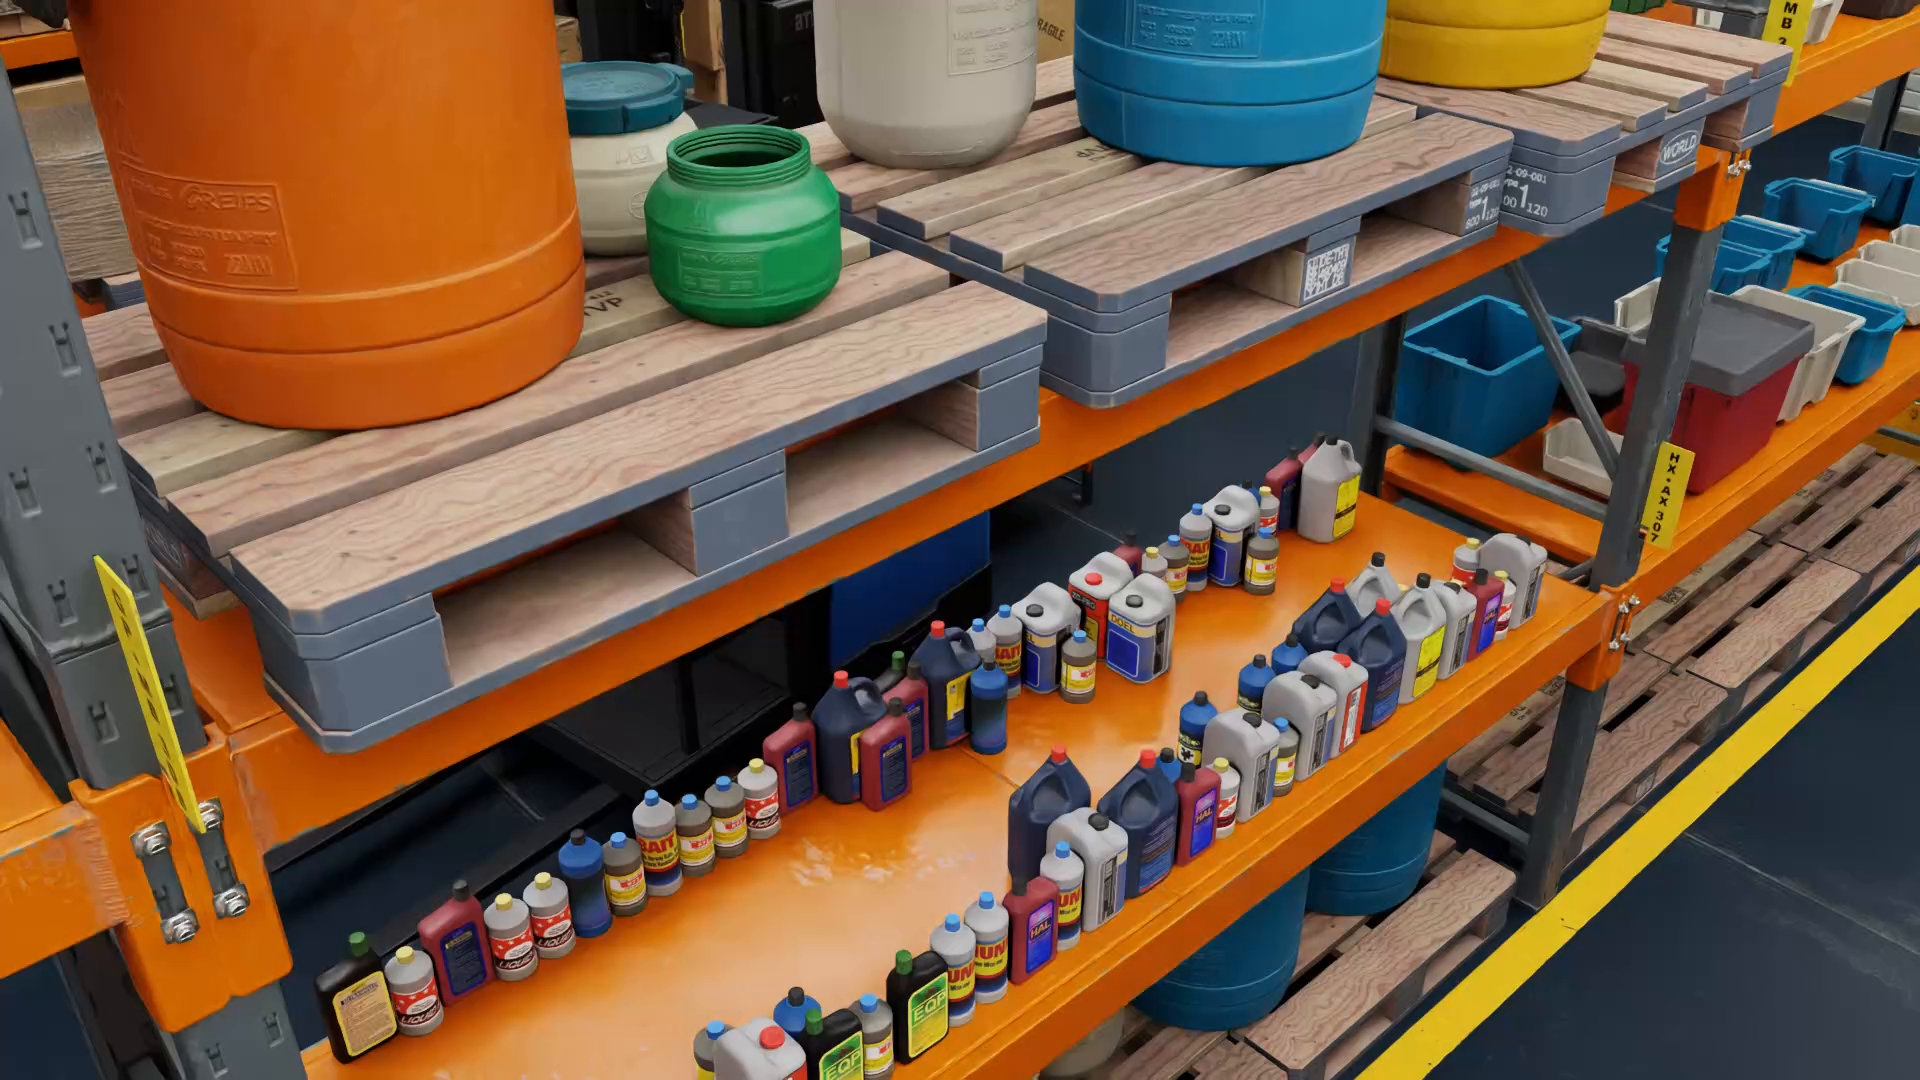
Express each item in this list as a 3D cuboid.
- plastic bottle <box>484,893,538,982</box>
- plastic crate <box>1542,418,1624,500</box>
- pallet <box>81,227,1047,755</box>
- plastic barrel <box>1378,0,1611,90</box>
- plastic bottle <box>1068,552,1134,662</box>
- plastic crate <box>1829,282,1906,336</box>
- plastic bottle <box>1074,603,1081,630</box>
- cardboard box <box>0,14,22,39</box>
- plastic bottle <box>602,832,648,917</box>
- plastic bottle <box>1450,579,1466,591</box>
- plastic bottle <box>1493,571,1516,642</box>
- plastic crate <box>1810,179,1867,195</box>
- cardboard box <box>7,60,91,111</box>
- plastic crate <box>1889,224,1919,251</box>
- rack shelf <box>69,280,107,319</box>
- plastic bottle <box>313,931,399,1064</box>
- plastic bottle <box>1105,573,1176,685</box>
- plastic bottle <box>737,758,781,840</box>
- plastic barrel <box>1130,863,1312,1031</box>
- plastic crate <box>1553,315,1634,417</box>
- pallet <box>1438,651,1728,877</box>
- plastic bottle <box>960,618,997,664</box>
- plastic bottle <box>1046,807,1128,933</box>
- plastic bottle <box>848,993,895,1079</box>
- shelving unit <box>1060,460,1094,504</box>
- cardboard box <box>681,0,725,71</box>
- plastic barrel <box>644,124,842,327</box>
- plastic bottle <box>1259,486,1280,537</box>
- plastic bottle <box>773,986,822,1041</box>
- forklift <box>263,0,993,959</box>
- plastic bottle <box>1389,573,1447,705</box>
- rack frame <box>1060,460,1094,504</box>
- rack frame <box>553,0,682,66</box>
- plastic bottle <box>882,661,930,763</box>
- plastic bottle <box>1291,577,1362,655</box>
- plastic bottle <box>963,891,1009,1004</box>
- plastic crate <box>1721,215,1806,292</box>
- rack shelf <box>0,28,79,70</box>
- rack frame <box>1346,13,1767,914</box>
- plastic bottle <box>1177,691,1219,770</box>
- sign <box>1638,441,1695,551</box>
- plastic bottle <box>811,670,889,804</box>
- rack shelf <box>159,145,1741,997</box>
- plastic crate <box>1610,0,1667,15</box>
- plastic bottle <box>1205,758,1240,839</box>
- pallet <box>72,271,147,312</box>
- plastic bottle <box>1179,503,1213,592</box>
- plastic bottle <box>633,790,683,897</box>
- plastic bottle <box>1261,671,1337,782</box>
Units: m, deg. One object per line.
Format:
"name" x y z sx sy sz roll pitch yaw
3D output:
"plastic bottle" -0.990 0.863 3.654 0.097 0.201 0.097 0 31 0
"plastic crate" 2.109 -0.242 5.465 0.243 0.136 0.396 -26 40 -35
"pallet" -0.635 -0.232 2.561 1.213 0.211 1.003 -26 40 -35
"plastic barrel" 1.140 -1.356 3.634 0.600 0.588 0.600 0 31 0
"plastic bottle" 0.393 0.182 4.697 0.135 0.276 0.152 -26 40 -35
"plastic crate" 3.515 -0.874 6.499 0.250 0.136 0.298 -26 40 -35
"plastic bottle" 0.290 0.244 4.666 0.097 0.201 0.097 0 31 0
"cardboard box" -6.082 -3.247 10.407 0.250 0.149 0.380 -27 41 -37
"plastic bottle" -0.775 0.759 3.823 0.097 0.201 0.097 0 31 0
"plastic bottle" 1.396 0.206 4.729 0.097 0.201 0.097 0 31 0
"plastic bottle" 1.535 0.182 4.768 0.097 0.201 0.097 0 31 0
"plastic crate" 3.908 -1.506 7.533 0.298 0.136 0.250 -26 40 -35
"cardboard box" -6.103 -2.673 10.905 0.750 0.750 0.750 -24 39 -34
"plastic crate" 4.129 -1.192 7.019 0.243 0.136 0.396 -26 40 -35
"rack shelf" -3.161 -1.098 7.360 4.000 0.370 1.077 -26 40 -35
"plastic bottle" -1.256 0.944 3.443 0.133 0.283 0.061 -26 40 -35
"plastic bottle" 0.497 0.240 4.602 0.135 0.276 0.152 -26 40 -35
"plastic bottle" -0.490 0.621 4.049 0.097 0.201 0.097 0 31 0
"plastic barrel" 0.741 0.935 4.954 0.708 0.901 0.600 -26 40 -35
"plastic crate" 2.309 -0.626 6.105 0.590 0.125 0.437 -26 40 -35
"pallet" 2.184 0.696 6.410 1.213 0.211 1.003 -26 40 -35
"plastic bottle" 0.048 0.331 4.457 0.097 0.271 0.097 0 31 0
"plastic bottle" 0.292 0.732 3.797 0.135 0.276 0.152 -26 40 -35
"plastic bottle" -0.184 1.013 3.408 0.097 0.201 0.097 0 31 0
"shelving unit" 0.094 -0.562 7.591 0.538 1.125 1.048 27 41 37
"cardboard box" -1.158 -2.643 8.143 0.500 0.500 0.500 -25 39 -34
"plastic barrel" -0.329 -0.480 2.531 0.294 0.245 0.294 0 31 0
"plastic bottle" 0.942 -0.071 5.182 0.097 0.201 0.097 0 31 0
"plastic bottle" -0.324 1.008 3.350 0.097 0.271 0.097 0 31 0
"forklift" -1.170 -0.471 5.711 1.130 2.935 3.031 22 38 32
"plastic bottle" 1.219 0.254 4.507 0.185 0.351 0.144 -26 40 -35
"rack frame" 0.449 -0.752 7.901 0.500 1.125 0.032 27 41 37
"rack frame" -1.694 -2.114 8.333 0.127 3.000 1.000 -26 40 -35
"plastic bottle" -0.143 0.449 4.253 0.133 0.283 0.061 -26 40 -35
"plastic bottle" 0.986 0.264 4.489 0.185 0.351 0.144 -26 40 -35
"plastic bottle" 0.056 0.867 3.580 0.097 0.271 0.097 0 31 0
"plastic crate" 3.234 -1.163 6.879 0.300 0.233 0.416 -26 40 -35
"rack shelf" -6.532 -2.992 10.457 4.000 0.370 1.077 -26 40 -35
"rack frame" 1.671 -0.218 5.232 0.127 3.000 1.000 -26 40 -35
"plastic bottle" 0.597 0.497 4.184 0.097 0.271 0.097 0 31 0
"sign" 2.043 -0.125 4.814 0.005 0.325 0.100 -26 40 -35
"plastic bottle" -0.273 0.469 4.155 0.185 0.351 0.144 -26 40 -35
"rack shelf" 0.204 -0.482 3.477 4.000 0.370 1.077 -26 40 -35
"plastic crate" 1.776 -1.673 4.939 0.662 0.188 0.450 -26 40 -35
"plastic bottle" 0.629 0.620 4.051 0.097 0.201 0.097 0 31 0
"pallet" -3.205 -1.305 7.193 1.213 0.211 1.003 -26 40 -35
"plastic bottle" 0.700 0.016 4.973 0.097 0.271 0.097 0 31 0
"plastic bottle" -0.704 0.695 3.862 0.097 0.271 0.097 0 31 0
"plastic bottle" 0.865 0.454 4.251 0.135 0.276 0.152 -26 40 -35
